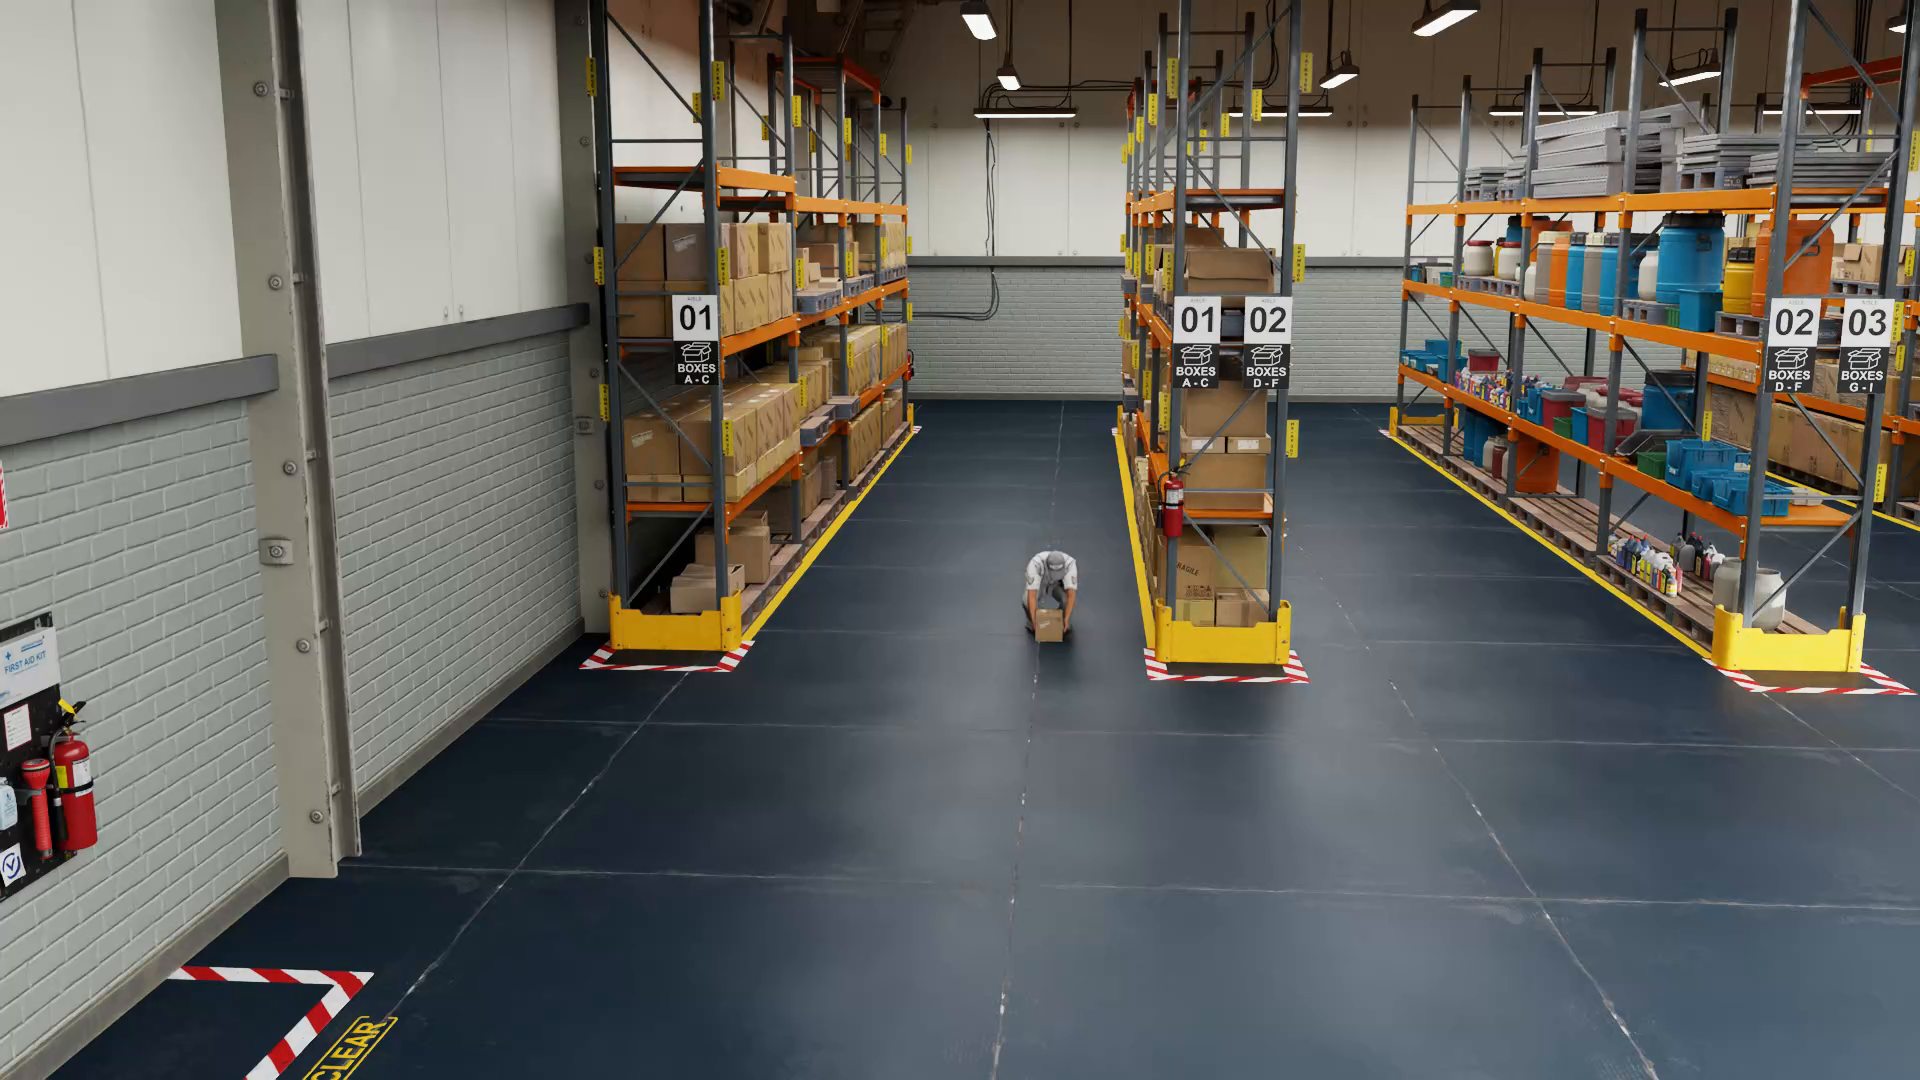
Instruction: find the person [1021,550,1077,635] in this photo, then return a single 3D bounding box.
[{"bbox_3d":[0.847,0.451,15.796,0.525,0.838,0.866,0,11,3],"label":"person"}]
